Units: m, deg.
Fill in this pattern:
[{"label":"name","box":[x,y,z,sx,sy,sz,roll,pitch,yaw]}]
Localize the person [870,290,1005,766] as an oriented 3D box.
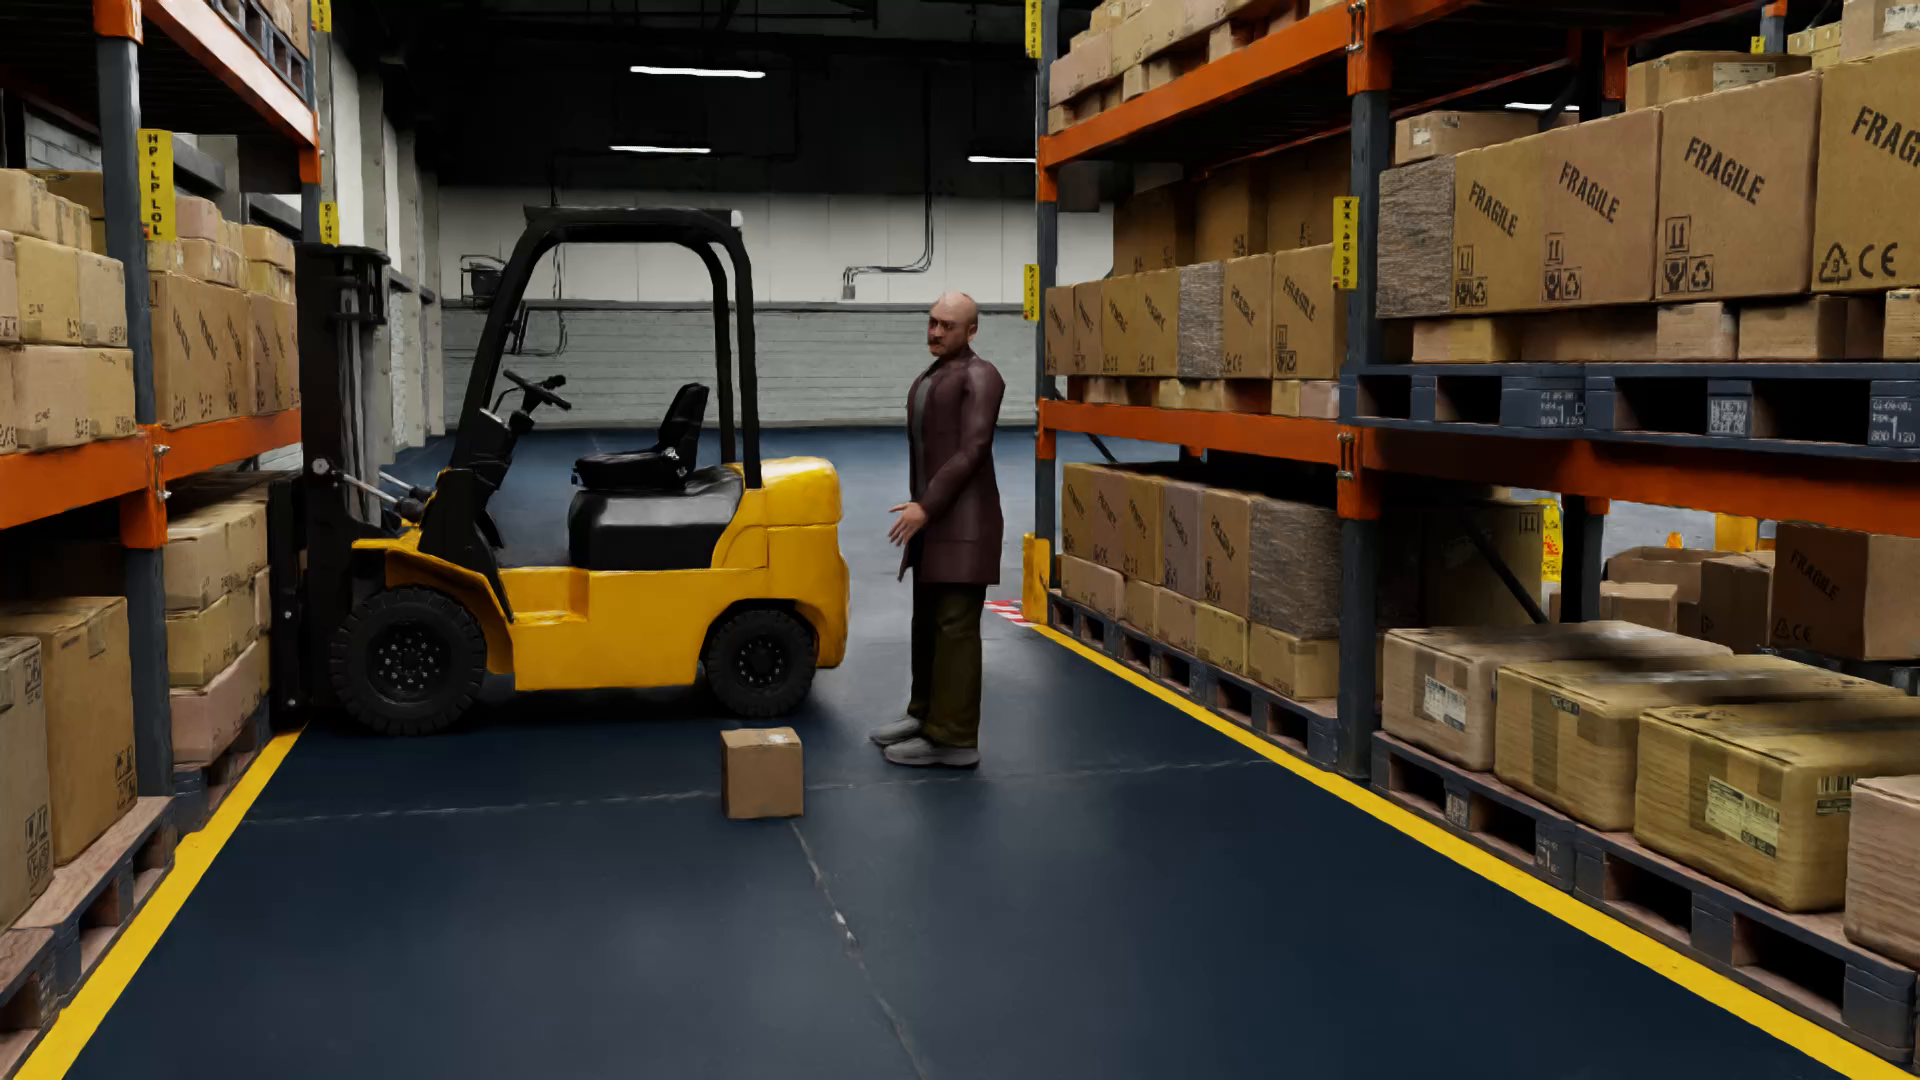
[{"label":"person","box":[-0.100,-0.051,6.349,0.461,1.778,0.628,-3,7,-27]}]
